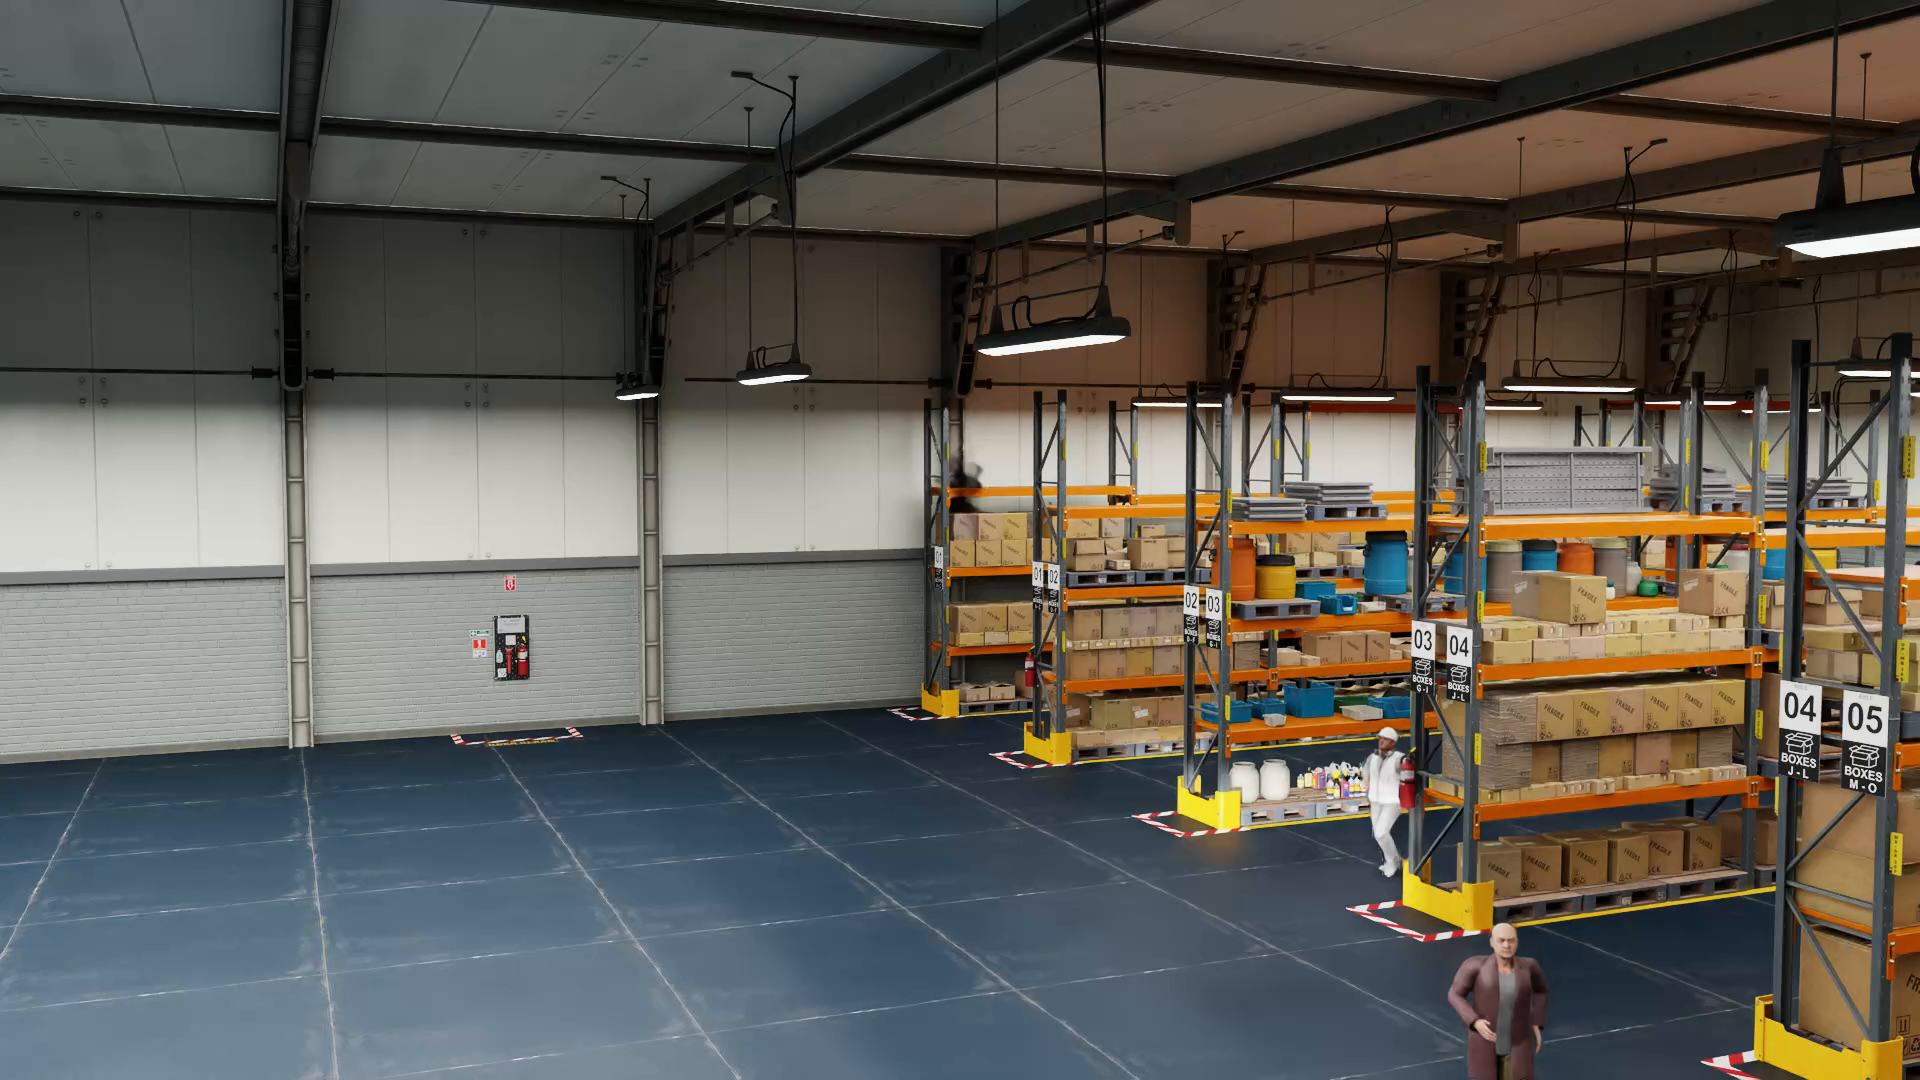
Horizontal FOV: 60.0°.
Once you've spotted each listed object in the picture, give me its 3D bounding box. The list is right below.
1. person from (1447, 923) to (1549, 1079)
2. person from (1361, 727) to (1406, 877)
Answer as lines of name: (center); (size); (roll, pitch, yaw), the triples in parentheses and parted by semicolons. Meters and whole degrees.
person: (3.819, 3.626, 11.794); (0.712, 1.701, 0.964); (1, 3, 12)
person: (5.065, 3.121, 19.819); (0.586, 1.775, 0.715); (-3, 4, -40)
